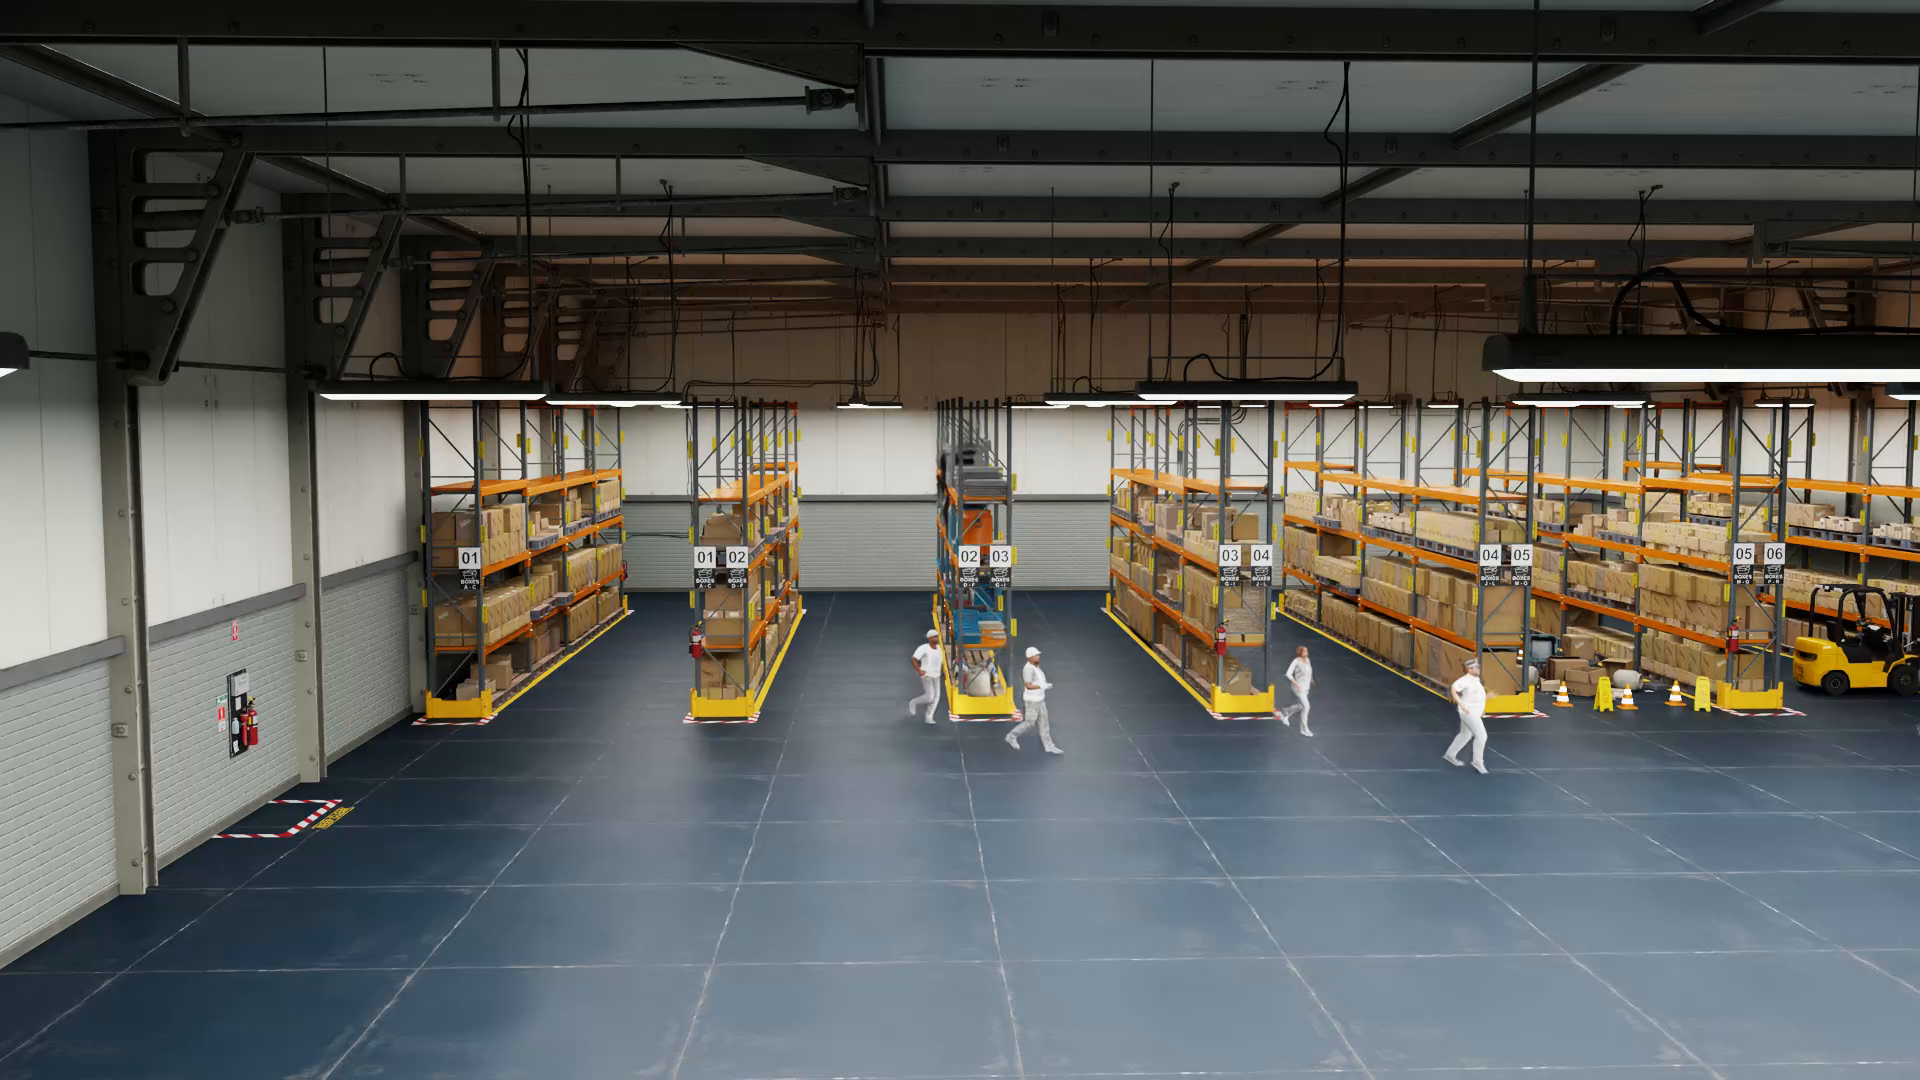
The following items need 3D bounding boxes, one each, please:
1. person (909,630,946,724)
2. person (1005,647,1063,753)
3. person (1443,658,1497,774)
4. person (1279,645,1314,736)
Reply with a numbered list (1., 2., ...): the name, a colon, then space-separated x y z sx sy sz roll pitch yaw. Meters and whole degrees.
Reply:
1. person: -0.534 2.506 30.677 0.748 1.698 0.687 -4 6 -44
2. person: 1.233 2.666 27.673 0.982 1.775 0.681 1 5 16
3. person: 8.135 2.801 26.533 0.813 1.854 0.642 2 5 27
4. person: 5.986 2.658 29.562 0.536 1.585 0.734 -4 6 -44
